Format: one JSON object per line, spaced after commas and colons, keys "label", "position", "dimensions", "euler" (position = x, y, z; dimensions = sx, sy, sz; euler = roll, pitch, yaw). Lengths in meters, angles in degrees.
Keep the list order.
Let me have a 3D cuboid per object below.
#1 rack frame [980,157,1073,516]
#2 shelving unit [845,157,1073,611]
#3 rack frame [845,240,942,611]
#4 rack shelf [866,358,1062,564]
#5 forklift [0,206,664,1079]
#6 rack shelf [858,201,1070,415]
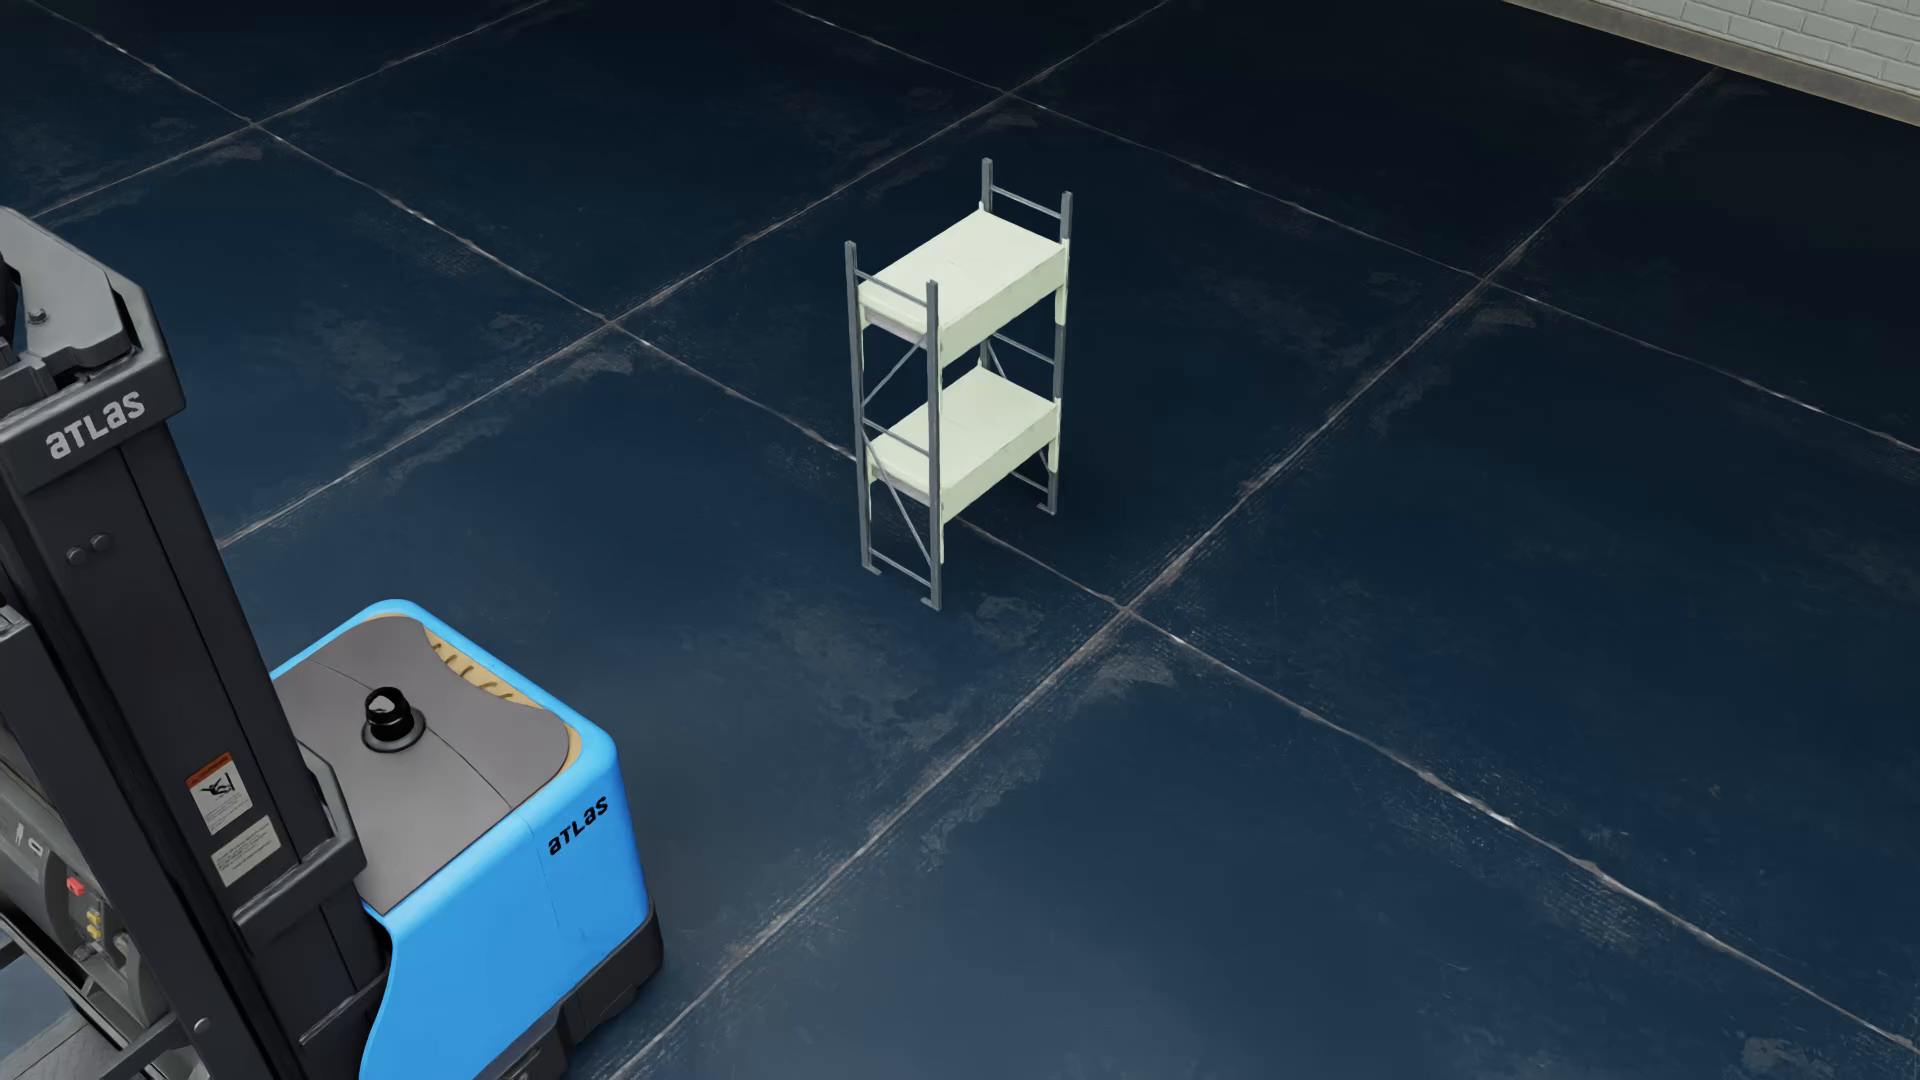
{"label": "rack frame", "position": [0.240, -0.747, 6.457], "dimensions": [0.400, 1.500, 0.023], "euler": [29, 50, 28]}
{"label": "shelving unit", "position": [0.004, -0.558, 6.249], "dimensions": [0.431, 1.500, 0.755], "euler": [29, 50, 28]}
{"label": "rack frame", "position": [-0.231, -0.370, 6.042], "dimensions": [0.400, 1.500, 0.023], "euler": [29, 50, 28]}
{"label": "rack shelf", "position": [0.004, -0.317, 6.469], "dimensions": [0.431, 0.370, 0.720], "euler": [29, 50, 28]}
{"label": "forklift", "position": [-2.231, 0.842, 3.645], "dimensions": [1.130, 2.935, 3.031], "euler": [28, 49, 27]}
{"label": "rack shelf", "position": [0.004, -0.847, 5.987], "dimensions": [0.431, 0.370, 0.720], "euler": [29, 50, 28]}
